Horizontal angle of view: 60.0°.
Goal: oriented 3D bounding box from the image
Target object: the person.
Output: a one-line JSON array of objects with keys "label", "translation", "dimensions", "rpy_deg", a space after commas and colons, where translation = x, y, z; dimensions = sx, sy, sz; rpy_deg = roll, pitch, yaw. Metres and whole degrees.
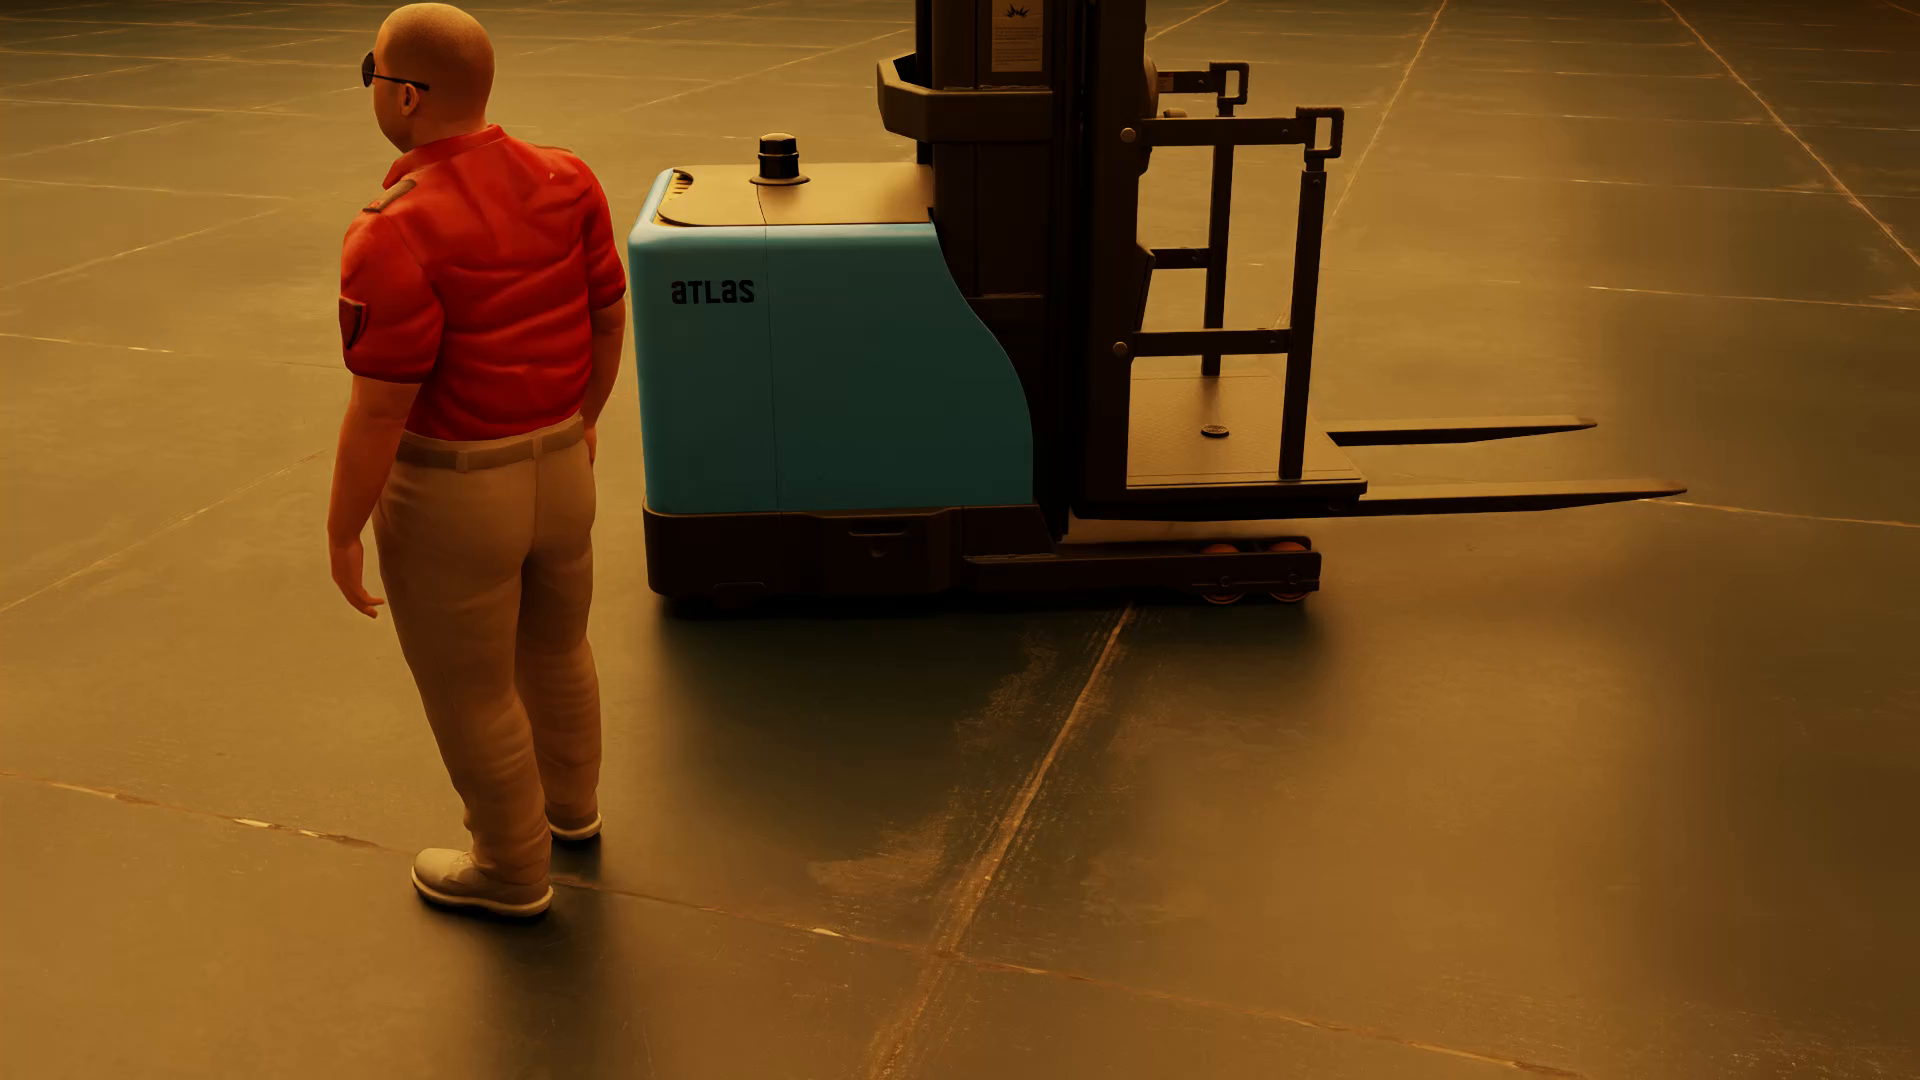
[{"label": "person", "translation": [-0.936, -0.098, 3.074], "dimensions": [0.551, 1.728, 0.640], "rpy_deg": [14, 26, 30]}]

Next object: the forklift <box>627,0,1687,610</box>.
[{"label": "forklift", "translation": [0.606, -1.374, 4.608], "dimensions": [3.031, 2.935, 1.130], "rpy_deg": [-2, 23, -4]}]
